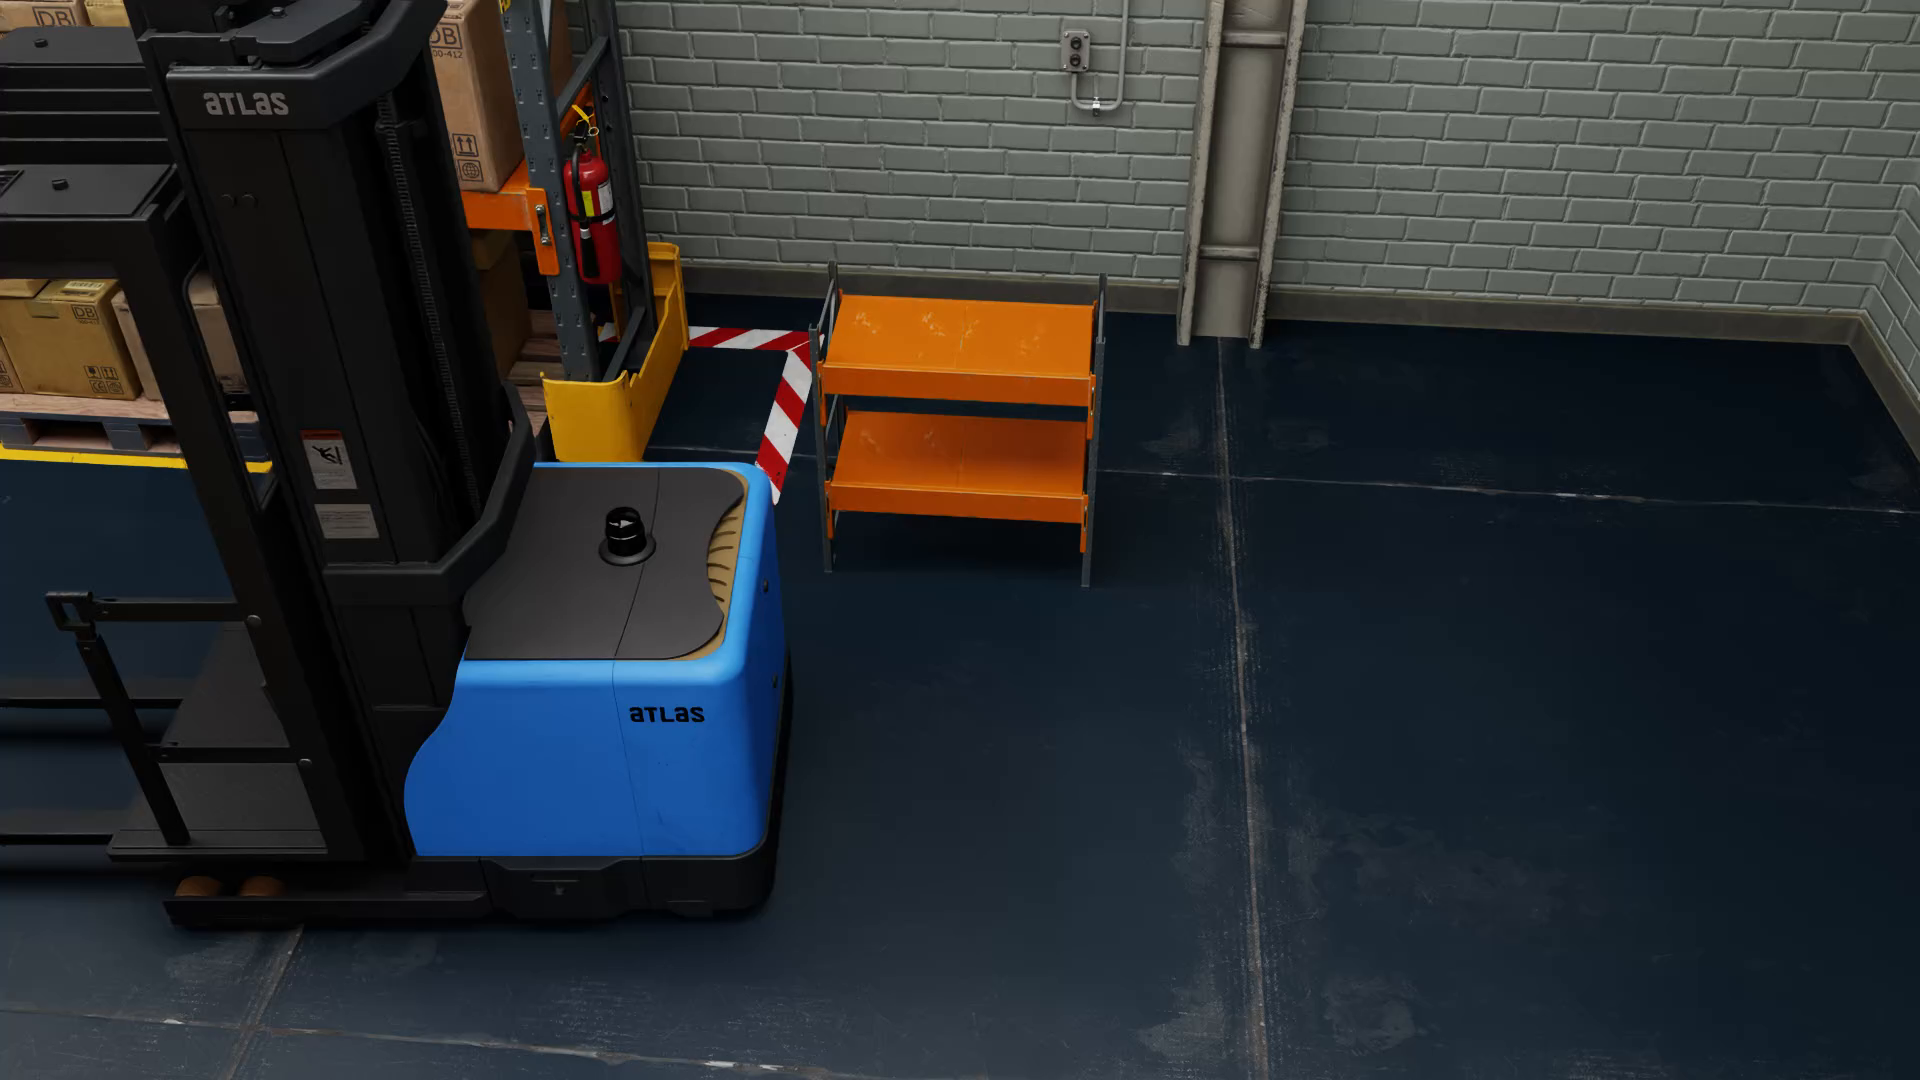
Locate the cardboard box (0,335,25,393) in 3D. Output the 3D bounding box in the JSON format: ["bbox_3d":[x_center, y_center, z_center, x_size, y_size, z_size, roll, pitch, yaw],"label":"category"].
[{"bbox_3d":[-4.271,-1.056,7.319,0.500,0.500,0.700,3,39,3],"label":"cardboard box"}]

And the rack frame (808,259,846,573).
[{"bbox_3d":[-0.500,-0.464,6.428,0.032,1.125,0.500,3,39,4],"label":"rack frame"}]

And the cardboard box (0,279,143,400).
[{"bbox_3d":[-3.760,-1.027,7.283,0.500,0.500,0.700,4,39,5],"label":"cardboard box"}]

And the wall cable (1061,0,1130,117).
[{"bbox_3d":[-0.165,-2.699,6.885,1.851,1.984,0.084,3,39,4],"label":"wall cable"}]

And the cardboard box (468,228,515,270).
[{"bbox_3d":[-2.086,-1.319,7.128,0.250,0.149,0.380,3,39,4],"label":"cardboard box"}]

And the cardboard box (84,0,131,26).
[{"bbox_3d":[-2.757,-1.950,6.532,0.700,0.700,0.980,3,39,3],"label":"cardboard box"}]

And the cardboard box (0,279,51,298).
[{"bbox_3d":[-3.925,-1.175,6.951,0.250,0.149,0.380,2,39,3],"label":"cardboard box"}]

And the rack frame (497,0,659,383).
[{"bbox_3d":[-1.522,-1.779,6.560,0.127,3.000,1.000,3,39,4],"label":"rack frame"}]

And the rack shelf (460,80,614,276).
[{"bbox_3d":[-3.515,-1.609,6.921,4.000,0.370,1.077,3,39,4],"label":"rack shelf"}]

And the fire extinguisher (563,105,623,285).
[{"bbox_3d":[-1.412,-1.306,6.335,0.183,0.674,0.296,3,39,4],"label":"fire extinguisher"}]

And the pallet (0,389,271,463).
[{"bbox_3d":[-3.537,-0.760,7.517,1.213,0.211,1.003,3,39,4],"label":"pallet"}]

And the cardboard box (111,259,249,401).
[{"bbox_3d":[-3.228,-1.002,7.253,0.500,0.500,0.700,2,39,2],"label":"cardboard box"}]

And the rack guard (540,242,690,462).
[{"bbox_3d":[-1.498,-0.809,7.347,0.348,0.500,1.175,3,39,4],"label":"rack guard"}]

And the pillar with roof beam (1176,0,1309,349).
[{"bbox_3d":[0.871,-1.796,1.828,0.400,9.000,9.100,3,39,4],"label":"pillar with roof beam"}]

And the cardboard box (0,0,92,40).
[{"bbox_3d":[-3.516,-1.997,6.590,0.700,0.700,0.980,1,39,2],"label":"cardboard box"}]

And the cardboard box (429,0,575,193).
[{"bbox_3d":[-2.031,-1.917,6.492,0.700,0.700,0.980,5,39,6],"label":"cardboard box"}]

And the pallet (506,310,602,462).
[{"bbox_3d":[-2.325,-0.692,7.433,1.213,0.211,1.003,3,39,4],"label":"pallet"}]

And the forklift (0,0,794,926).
[{"bbox_3d":[-2.109,-0.254,4.740,3.031,2.935,1.130,0,39,0],"label":"forklift"}]

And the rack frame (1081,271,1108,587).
[{"bbox_3d":[0.513,-0.408,6.360,0.032,1.125,0.500,3,39,4],"label":"rack frame"}]

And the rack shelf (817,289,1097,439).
[{"bbox_3d":[0.007,-0.663,6.210,1.000,0.278,0.538,3,39,4],"label":"rack shelf"}]

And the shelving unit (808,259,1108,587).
[{"bbox_3d":[0.007,-0.436,6.394,1.048,1.125,0.538,3,39,4],"label":"shelving unit"}]

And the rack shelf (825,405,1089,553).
[{"bbox_3d":[0.007,-0.246,6.549,1.000,0.278,0.538,3,39,4],"label":"rack shelf"}]

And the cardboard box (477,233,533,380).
[{"bbox_3d":[-2.228,-0.948,7.186,0.500,0.500,0.700,3,39,4],"label":"cardboard box"}]

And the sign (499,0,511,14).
[{"bbox_3d":[-1.583,-1.980,5.701,0.005,0.325,0.100,3,39,4],"label":"sign"}]
